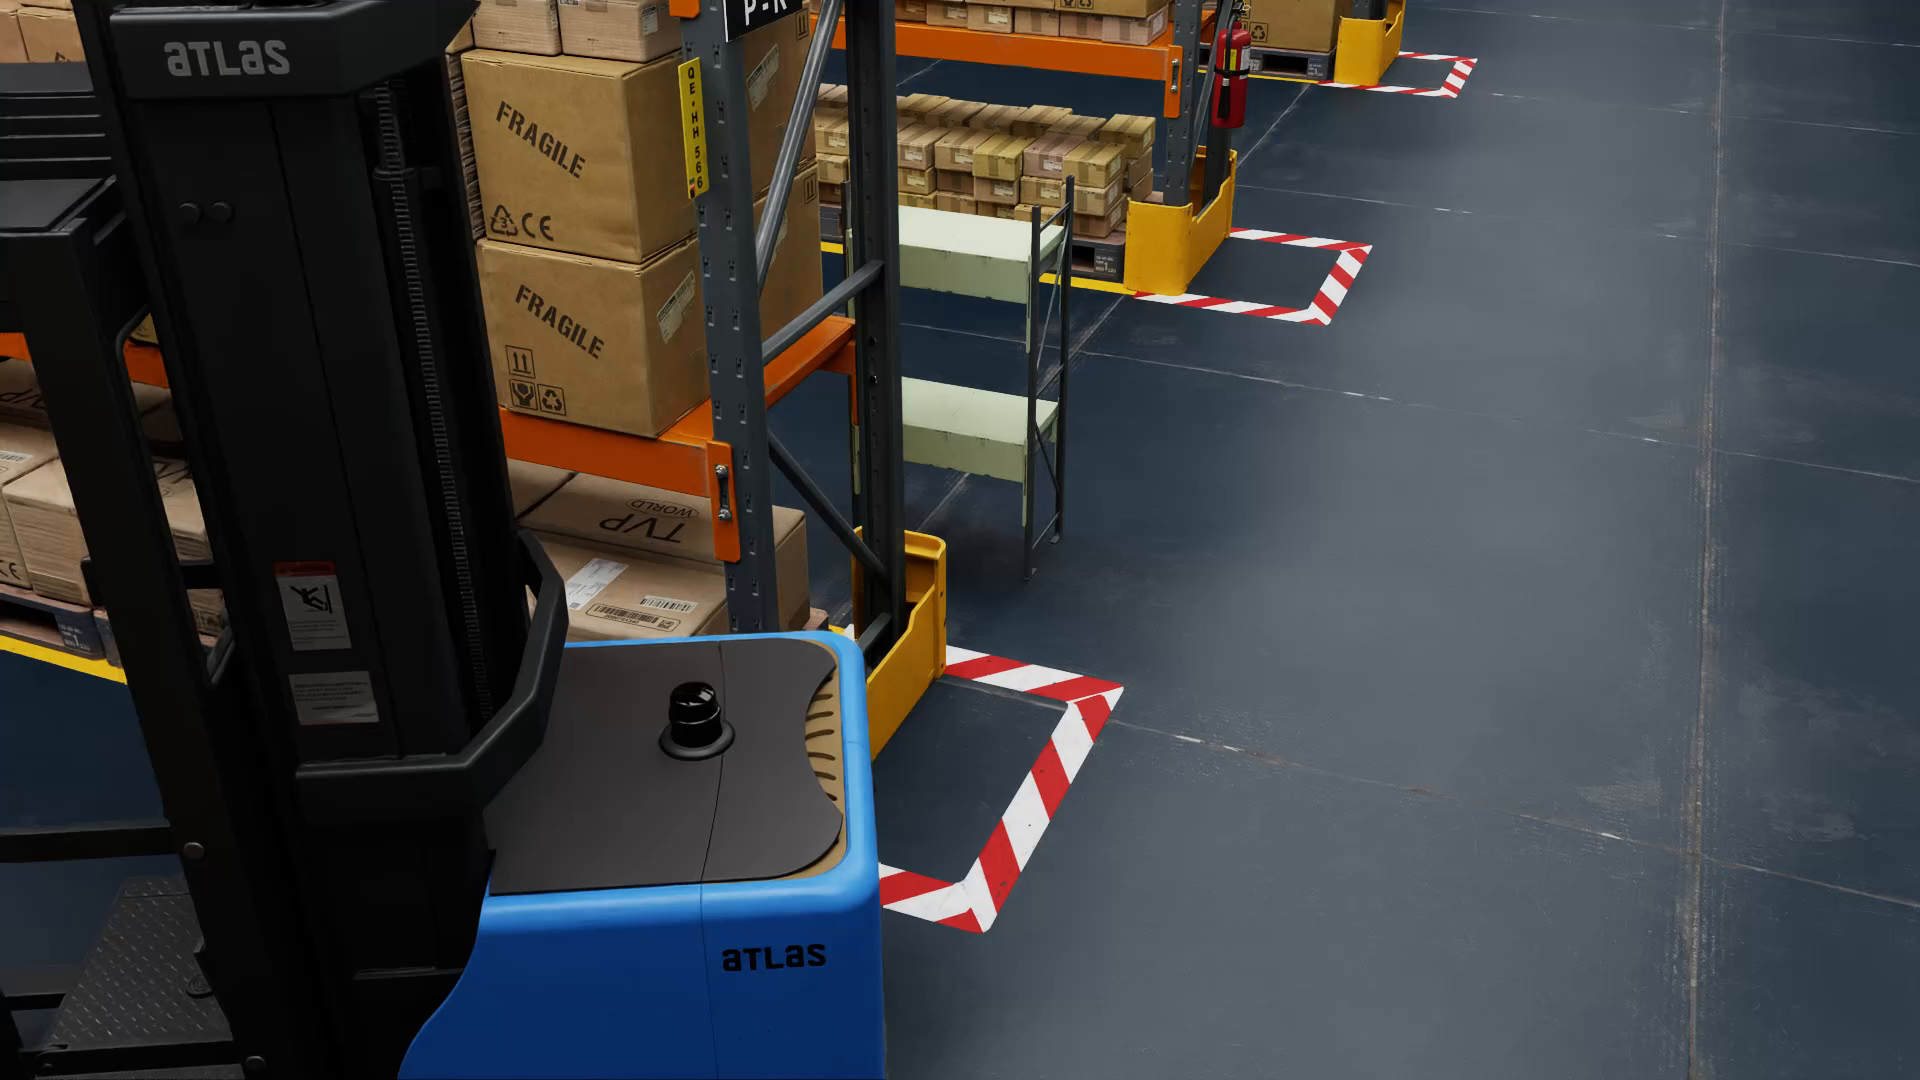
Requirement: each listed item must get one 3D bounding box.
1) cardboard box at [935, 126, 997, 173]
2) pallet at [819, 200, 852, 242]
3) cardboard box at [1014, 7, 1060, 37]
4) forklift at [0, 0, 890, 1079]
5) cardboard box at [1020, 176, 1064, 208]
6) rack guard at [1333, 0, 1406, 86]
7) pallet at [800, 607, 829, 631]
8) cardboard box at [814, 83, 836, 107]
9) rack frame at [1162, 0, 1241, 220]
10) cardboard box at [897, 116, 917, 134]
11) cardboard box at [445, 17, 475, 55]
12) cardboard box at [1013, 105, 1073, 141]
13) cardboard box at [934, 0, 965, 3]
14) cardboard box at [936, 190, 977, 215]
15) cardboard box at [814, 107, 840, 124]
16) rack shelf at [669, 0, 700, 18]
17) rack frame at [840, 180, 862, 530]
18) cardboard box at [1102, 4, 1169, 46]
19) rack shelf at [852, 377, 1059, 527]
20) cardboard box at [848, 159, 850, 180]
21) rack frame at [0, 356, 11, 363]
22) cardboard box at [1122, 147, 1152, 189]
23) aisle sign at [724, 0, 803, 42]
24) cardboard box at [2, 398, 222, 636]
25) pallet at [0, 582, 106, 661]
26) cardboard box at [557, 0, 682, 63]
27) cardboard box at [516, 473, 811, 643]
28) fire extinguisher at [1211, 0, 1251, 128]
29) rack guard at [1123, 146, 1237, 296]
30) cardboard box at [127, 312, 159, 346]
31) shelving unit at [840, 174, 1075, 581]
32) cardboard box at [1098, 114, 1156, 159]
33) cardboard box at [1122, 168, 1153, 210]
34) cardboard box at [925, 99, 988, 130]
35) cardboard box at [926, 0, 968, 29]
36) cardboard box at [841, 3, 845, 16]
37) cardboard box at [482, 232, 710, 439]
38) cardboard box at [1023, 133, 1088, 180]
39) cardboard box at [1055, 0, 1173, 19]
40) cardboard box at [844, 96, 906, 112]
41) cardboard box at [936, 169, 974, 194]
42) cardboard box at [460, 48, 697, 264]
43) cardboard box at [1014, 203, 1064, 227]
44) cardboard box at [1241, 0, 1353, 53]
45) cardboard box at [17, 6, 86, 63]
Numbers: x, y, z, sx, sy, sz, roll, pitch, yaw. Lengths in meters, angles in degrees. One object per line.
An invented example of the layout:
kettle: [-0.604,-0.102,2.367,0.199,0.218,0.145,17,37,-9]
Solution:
cardboard box: [0.036,-2.239,9.529,0.250,0.149,0.380,10,31,17]
pallet: [-0.599,-2.109,10.267,1.213,0.211,1.003,11,31,19]
cardboard box: [0.474,-2.841,8.983,0.250,0.149,0.380,11,31,19]
forklift: [-1.700,0.178,3.456,3.031,2.935,1.130,-3,30,-4]
cardboard box: [0.519,-2.028,9.458,0.250,0.149,0.380,11,31,18]
rack guard: [3.318,-4.067,13.437,0.348,0.500,1.175,11,31,19]
pallet: [-1.201,0.461,5.720,1.213,0.211,1.003,11,31,19]
cardboard box: [-0.960,-2.746,10.426,0.250,0.149,0.380,10,31,17]
rack frame: [1.337,-2.916,8.861,0.127,3.000,1.000,11,31,19]
cardboard box: [-0.436,-2.363,9.747,0.250,0.149,0.380,10,31,17]
cardboard box: [-1.353,-1.422,4.441,0.250,0.149,0.380,11,31,19]
cardboard box: [0.493,-2.470,9.938,0.250,0.149,0.380,11,31,19]
cardboard box: [-0.125,-3.242,9.034,0.500,0.500,0.500,11,31,19]
cardboard box: [0.048,-1.990,9.692,0.250,0.149,0.380,12,31,20]
cardboard box: [-0.903,-2.462,9.923,0.250,0.149,0.380,10,31,17]
rack shelf: [-2.284,-2.003,4.929,4.000,0.370,1.077,11,31,19]
rack frame: [-0.345,-0.722,6.503,0.023,1.500,0.400,11,31,19]
cardboard box: [0.929,-2.738,8.802,0.250,0.149,0.380,11,31,19]
rack shelf: [-0.006,-0.370,6.544,0.720,0.370,0.431,11,31,19]
cardboard box: [-0.457,-2.196,9.755,0.250,0.149,0.380,13,32,22]
rack frame: [-4.137,-1.381,6.144,0.127,3.000,1.000,11,31,19]
cardboard box: [0.948,-2.202,9.765,0.250,0.149,0.380,13,32,21]
aisle sign: [-0.480,-1.618,3.922,0.004,0.787,0.394,11,31,19]
cardboard box: [-2.766,-0.118,6.087,0.875,0.438,0.875,10,31,18]
pallet: [-3.462,0.010,6.518,1.213,0.211,1.003,11,31,19]
cardboard box: [-0.838,-1.377,4.361,0.250,0.149,0.380,12,32,20]
cardboard box: [-1.079,0.215,5.497,0.875,0.438,0.875,10,31,17]
fire extinguisher: [1.397,-2.463,8.517,0.183,0.674,0.296,11,31,19]
rack guard: [1.267,-1.842,9.501,0.348,0.500,1.175,11,31,19]
cardboard box: [-2.400,-0.933,5.250,0.500,0.500,0.500,12,32,21]
shelving unit: [-0.006,-0.654,6.383,0.755,1.500,0.431,11,31,19]
cardboard box: [0.979,-2.369,9.759,0.250,0.149,0.380,10,31,17]
cardboard box: [0.972,-2.101,9.889,0.250,0.149,0.380,12,32,20]
cardboard box: [-0.021,-2.534,10.050,0.250,0.149,0.380,13,32,21]
cardboard box: [-0.004,-2.940,9.158,0.250,0.149,0.380,10,31,17]
cardboard box: [-0.484,-3.059,9.368,0.250,0.149,0.380,12,32,20]
cardboard box: [-0.977,-0.653,4.755,0.500,0.500,0.500,11,31,19]
cardboard box: [0.540,-2.172,9.410,0.250,0.149,0.380,12,32,20]
cardboard box: [0.824,-3.055,8.703,0.500,0.500,0.500,12,32,20]
cardboard box: [-0.516,-2.606,10.178,0.250,0.149,0.380,11,31,19]
cardboard box: [0.048,-2.147,9.668,0.250,0.149,0.380,11,31,19]
cardboard box: [-0.967,-1.100,4.530,0.500,0.500,0.500,12,32,21]
cardboard box: [0.495,-1.862,9.466,0.250,0.149,0.380,12,32,21]
cardboard box: [2.673,-4.499,13.394,0.875,0.875,0.875,11,31,19]
cardboard box: [-2.384,-1.370,5.008,0.500,0.500,0.500,11,31,19]
